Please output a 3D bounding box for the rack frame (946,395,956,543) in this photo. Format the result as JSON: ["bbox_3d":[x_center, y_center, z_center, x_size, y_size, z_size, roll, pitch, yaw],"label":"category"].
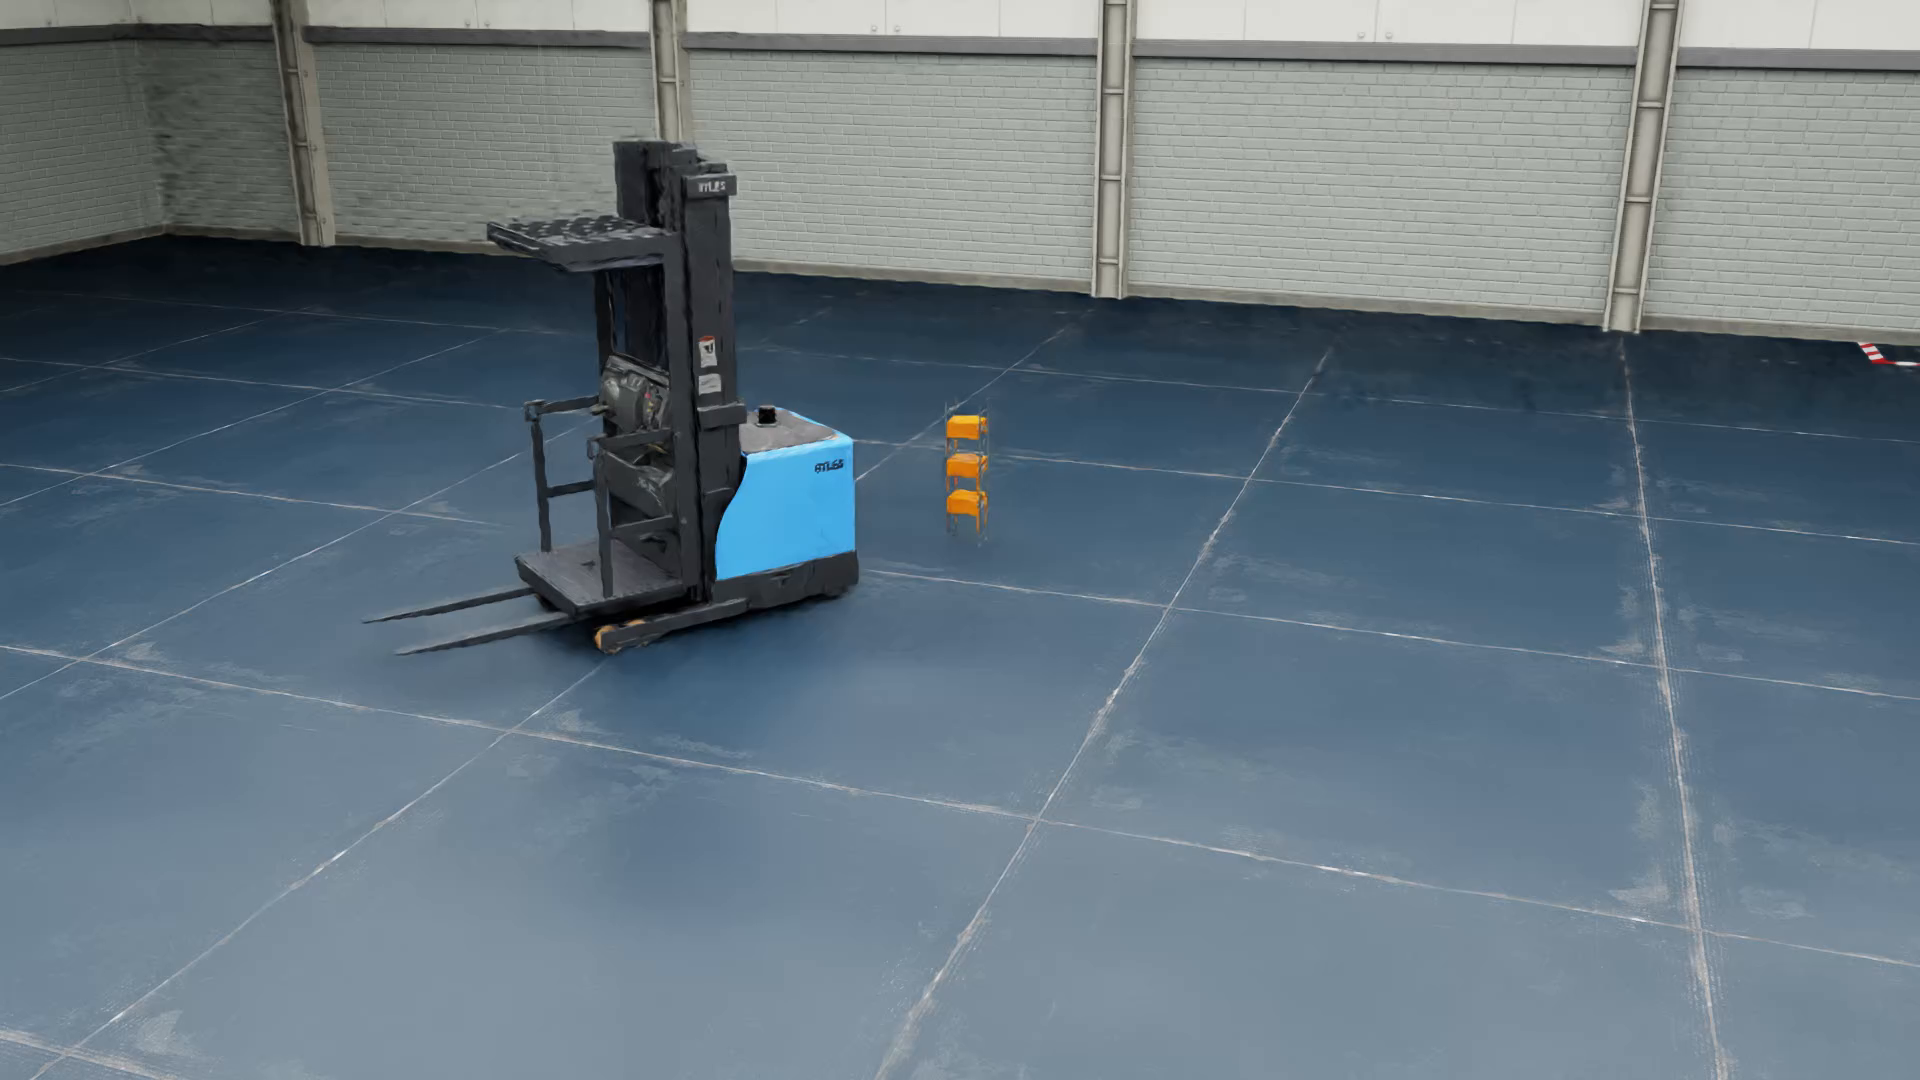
[{"bbox_3d":[-0.065,-0.503,11.925,0.008,1.050,0.200,7,20,18],"label":"rack frame"}]

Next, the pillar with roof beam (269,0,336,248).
[{"bbox_3d":[-10.877,-7.261,19.235,0.400,9.000,9.100,7,20,18],"label":"pillar with roof beam"}]

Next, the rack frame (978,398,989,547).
[{"bbox_3d":[0.166,-0.477,11.849,0.008,1.050,0.200,7,20,18],"label":"rack frame"}]

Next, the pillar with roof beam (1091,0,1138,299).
[{"bbox_3d":[0.459,-5.965,15.517,0.400,9.000,9.100,7,20,18],"label":"pillar with roof beam"}]

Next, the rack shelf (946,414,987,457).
[{"bbox_3d":[0.051,-0.748,11.797,0.240,0.259,0.215,7,20,18],"label":"rack shelf"}]

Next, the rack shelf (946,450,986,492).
[{"bbox_3d":[0.051,-0.480,11.890,0.240,0.259,0.215,7,20,18],"label":"rack shelf"}]

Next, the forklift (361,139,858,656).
[{"bbox_3d":[-2.180,-0.890,10.175,3.031,2.935,1.130,-13,23,-32],"label":"forklift"}]

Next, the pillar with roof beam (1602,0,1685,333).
[{"bbox_3d":[6.126,-5.317,13.657,0.400,9.000,9.100,7,20,18],"label":"pillar with roof beam"}]

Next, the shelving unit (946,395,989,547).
[{"bbox_3d":[0.051,-0.490,11.887,0.252,1.050,0.215,7,20,18],"label":"shelving unit"}]

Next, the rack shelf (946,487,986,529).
[{"bbox_3d":[0.051,-0.218,11.982,0.240,0.259,0.215,7,20,18],"label":"rack shelf"}]

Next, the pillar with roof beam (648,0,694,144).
[{"bbox_3d":[-5.209,-6.613,17.376,0.400,9.000,9.100,7,20,18],"label":"pillar with roof beam"}]
